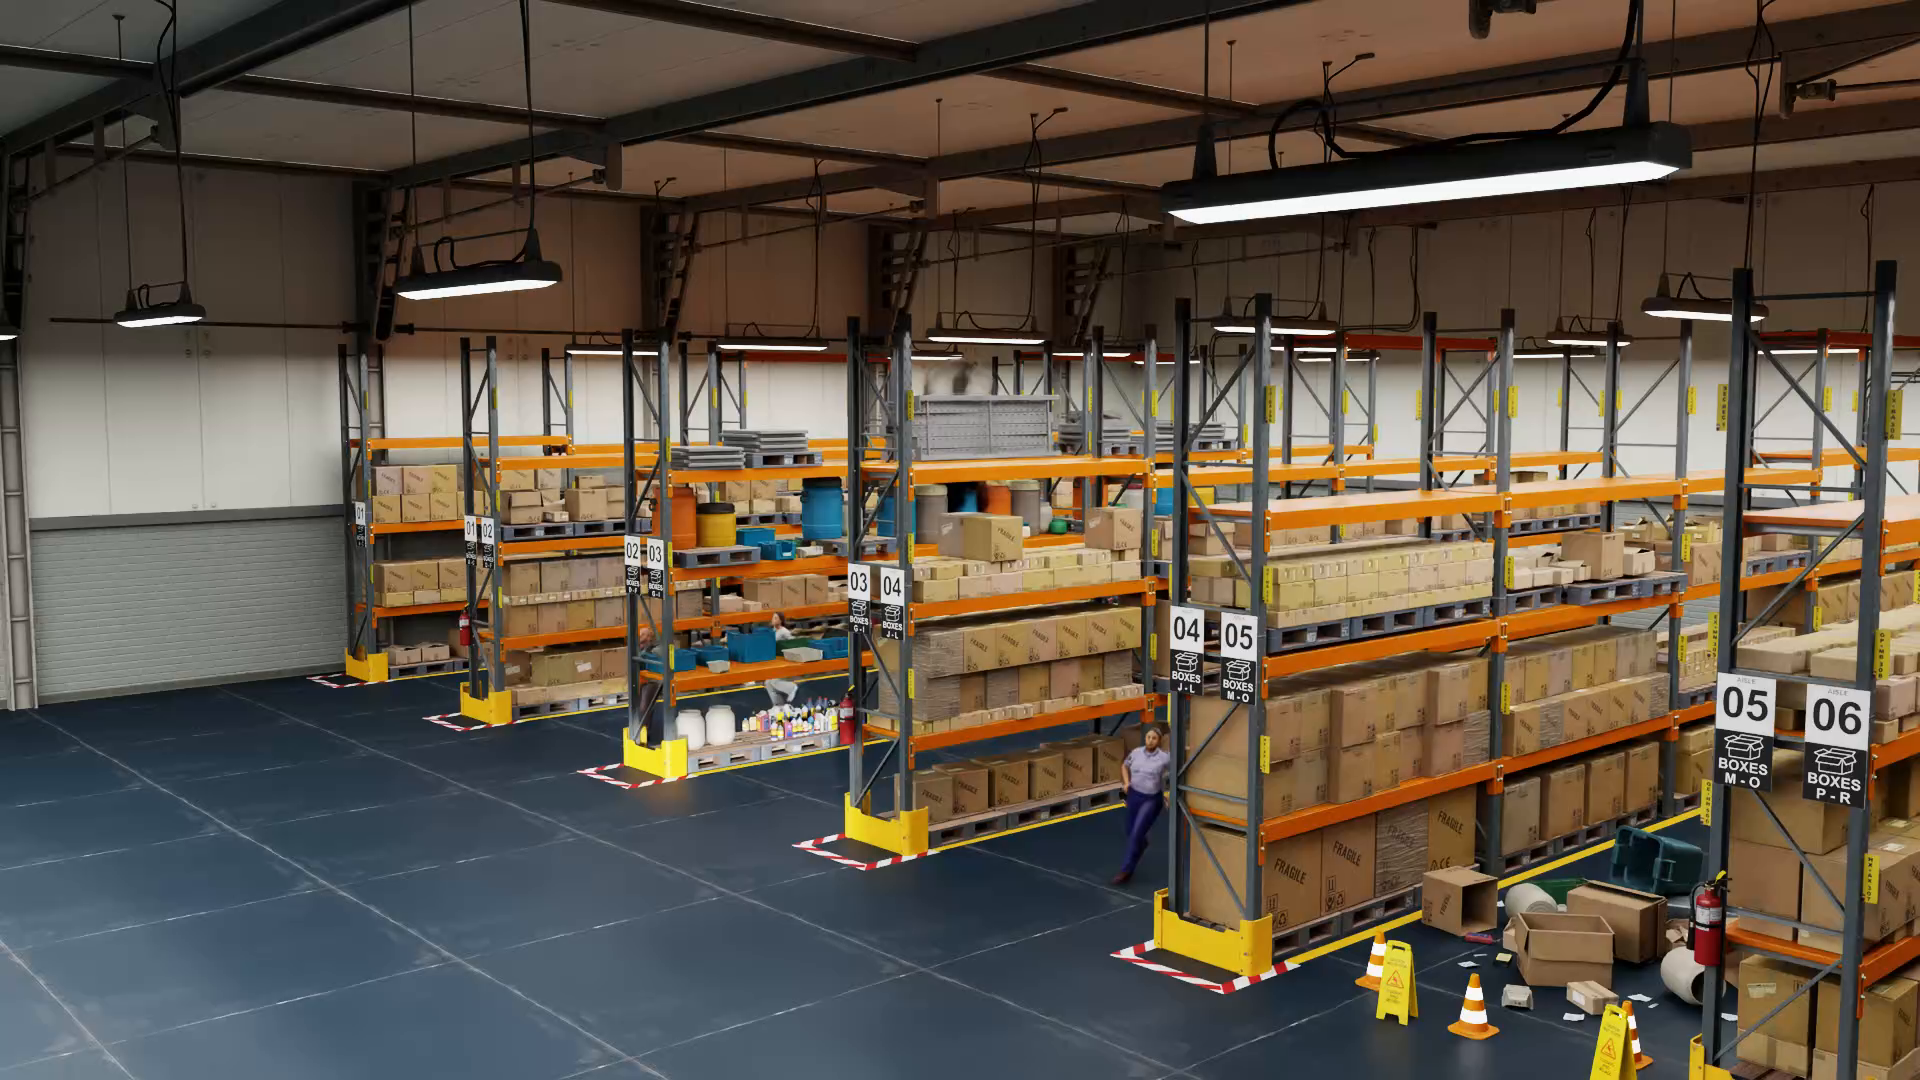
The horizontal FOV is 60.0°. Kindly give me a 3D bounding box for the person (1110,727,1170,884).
[{"bbox_3d":[1.960,2.769,17.618,0.691,1.576,0.871,4,6,34],"label":"person"}]

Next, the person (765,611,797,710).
[{"bbox_3d":[-2.920,1.958,26.862,0.565,1.630,0.572,5,7,42],"label":"person"}]

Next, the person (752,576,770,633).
[{"bbox_3d":[-3.779,1.495,32.083,0.820,1.611,0.525,-4,7,-40],"label":"person"}]

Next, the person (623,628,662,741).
[{"bbox_3d":[-4.657,2.132,24.612,0.659,1.677,0.589,2,6,22],"label":"person"}]
